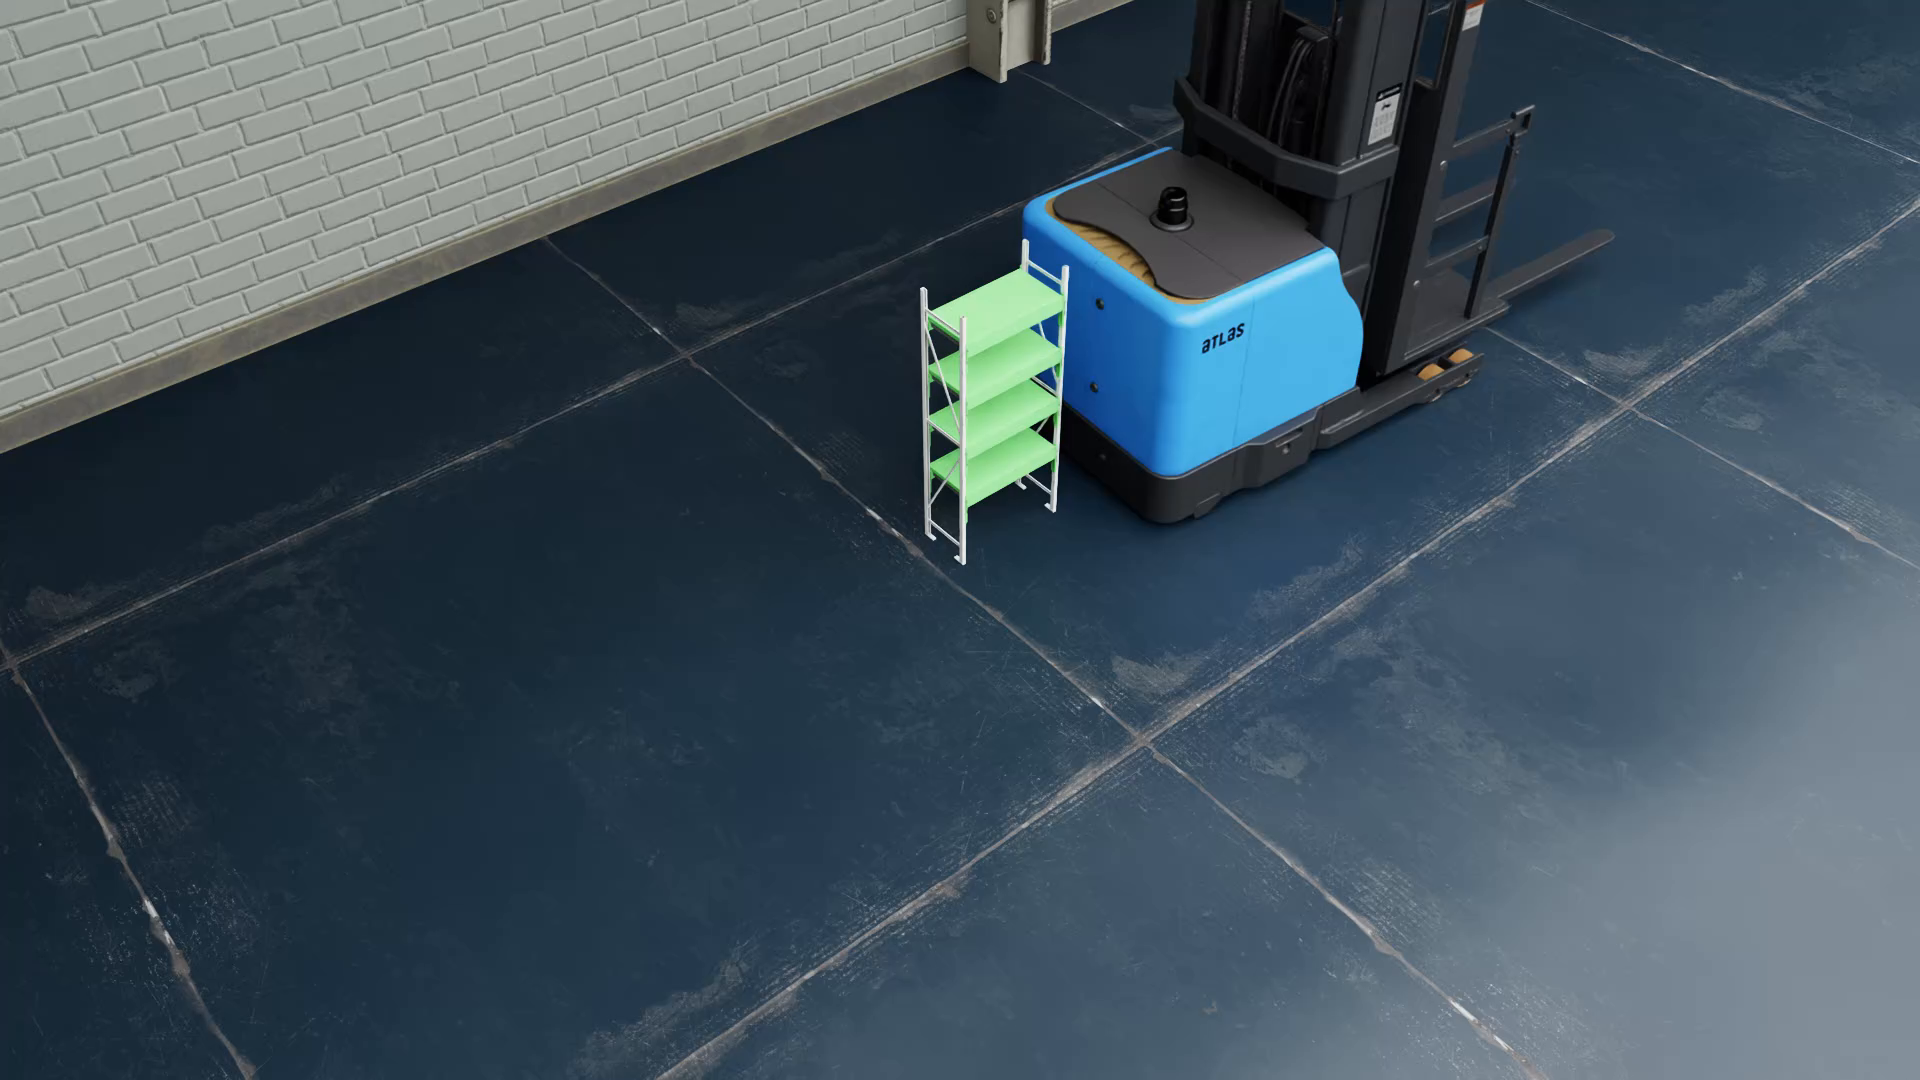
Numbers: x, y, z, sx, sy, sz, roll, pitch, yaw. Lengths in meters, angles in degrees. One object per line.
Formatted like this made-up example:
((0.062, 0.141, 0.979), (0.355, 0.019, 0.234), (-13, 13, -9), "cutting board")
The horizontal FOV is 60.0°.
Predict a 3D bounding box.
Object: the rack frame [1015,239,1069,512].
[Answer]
((0.314, -0.617, 6.531), (0.015, 1.200, 0.240), (-30, 51, -28), "rack frame")

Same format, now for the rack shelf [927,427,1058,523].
((0.127, -0.289, 6.625), (0.480, 0.148, 0.258), (-30, 51, -28), "rack shelf")

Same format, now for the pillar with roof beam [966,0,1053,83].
((3.044, -3.808, 4.231), (0.400, 9.000, 9.100), (-30, 51, -28), "pillar with roof beam")

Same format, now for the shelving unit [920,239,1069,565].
((0.127, -0.510, 6.417), (0.503, 1.200, 0.258), (-30, 51, -28), "shelving unit")

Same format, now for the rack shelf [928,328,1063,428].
((0.127, -0.638, 6.296), (0.480, 0.148, 0.258), (-30, 51, -28), "rack shelf")

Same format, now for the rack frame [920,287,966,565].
((-0.060, -0.403, 6.303), (0.015, 1.200, 0.240), (-30, 51, -28), "rack frame")

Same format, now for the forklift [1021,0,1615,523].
((1.727, -1.951, 6.687), (3.031, 2.935, 1.130), (-26, 49, -25), "forklift")

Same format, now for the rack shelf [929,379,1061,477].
((0.127, -0.463, 6.460), (0.480, 0.148, 0.258), (-30, 51, -28), "rack shelf")

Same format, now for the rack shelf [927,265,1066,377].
((0.127, -0.813, 6.132), (0.480, 0.148, 0.258), (-30, 51, -28), "rack shelf")
